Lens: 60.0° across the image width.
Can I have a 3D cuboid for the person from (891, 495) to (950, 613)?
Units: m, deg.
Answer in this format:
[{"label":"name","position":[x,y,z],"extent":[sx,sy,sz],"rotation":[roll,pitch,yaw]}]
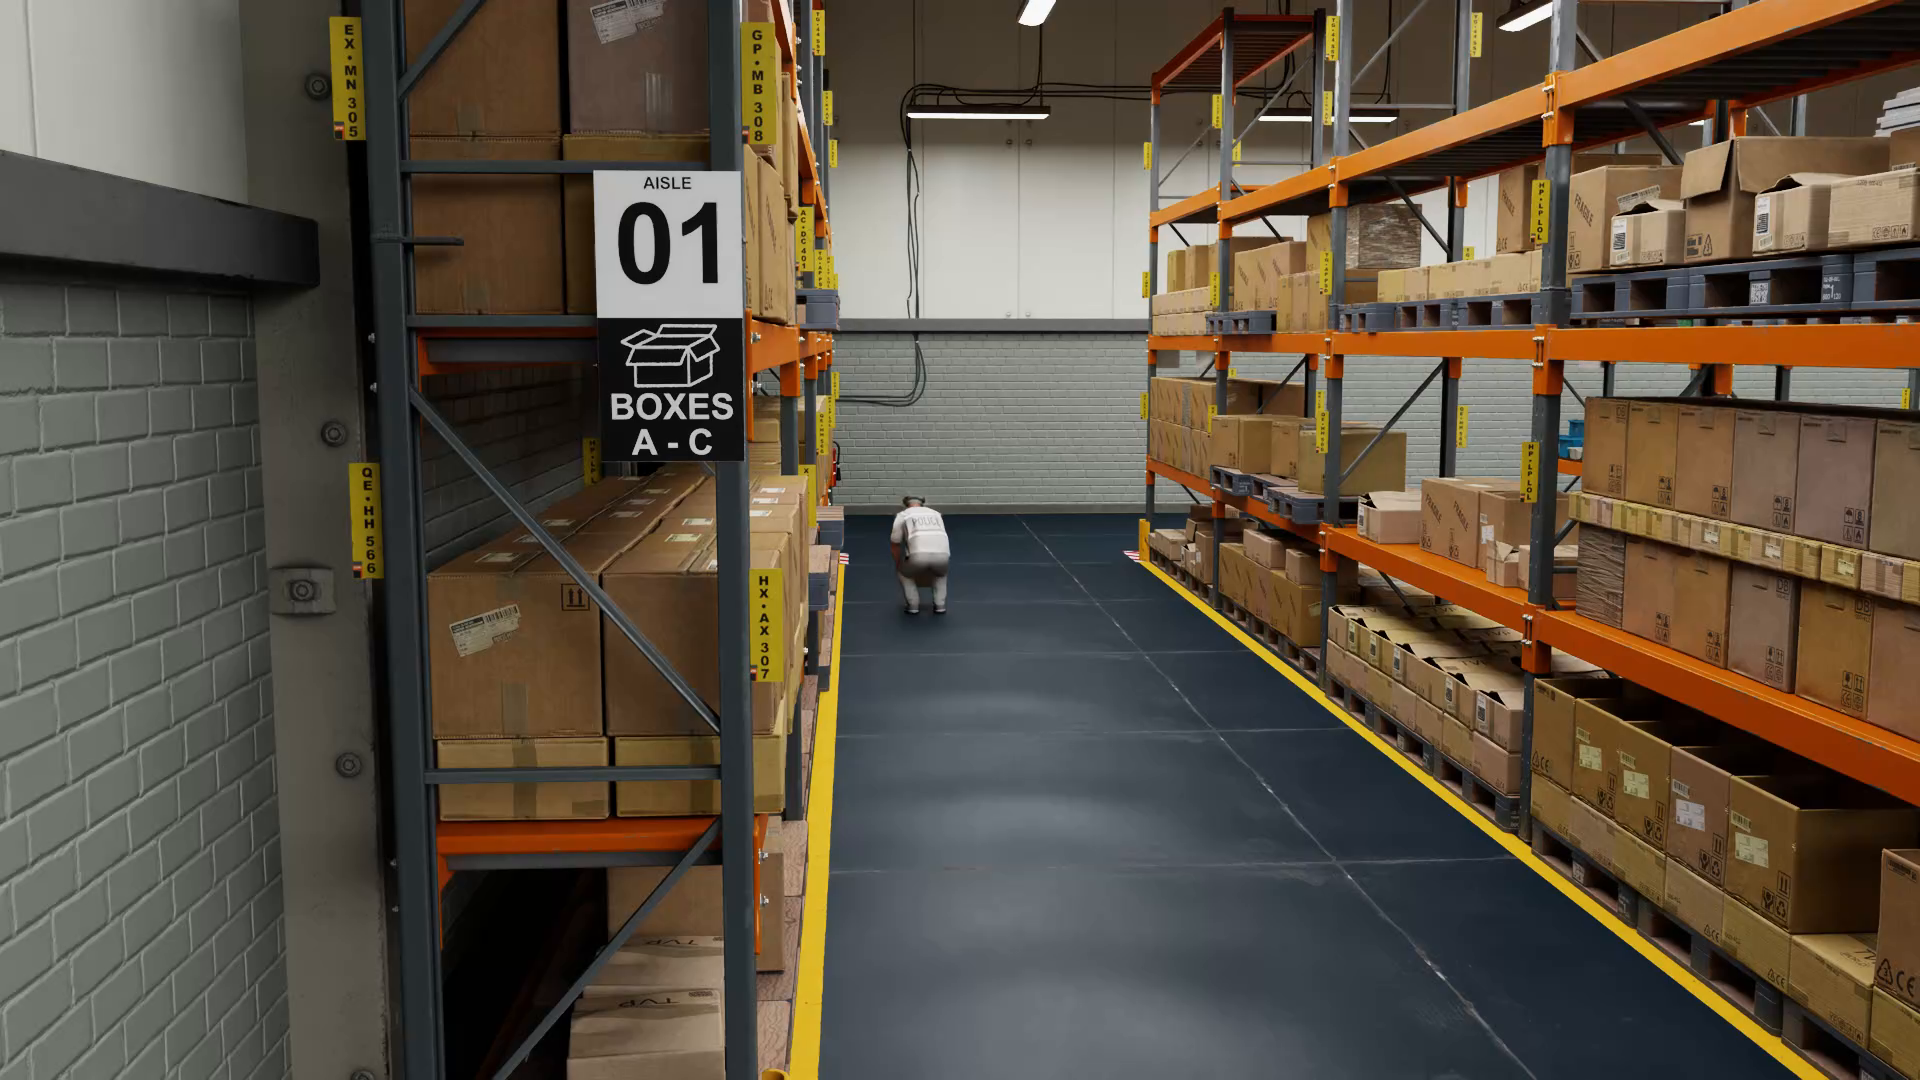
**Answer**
[{"label":"person","position":[-0.406,0.145,16.992],"extent":[0.575,1.165,0.904],"rotation":[-1,7,-9]}]
